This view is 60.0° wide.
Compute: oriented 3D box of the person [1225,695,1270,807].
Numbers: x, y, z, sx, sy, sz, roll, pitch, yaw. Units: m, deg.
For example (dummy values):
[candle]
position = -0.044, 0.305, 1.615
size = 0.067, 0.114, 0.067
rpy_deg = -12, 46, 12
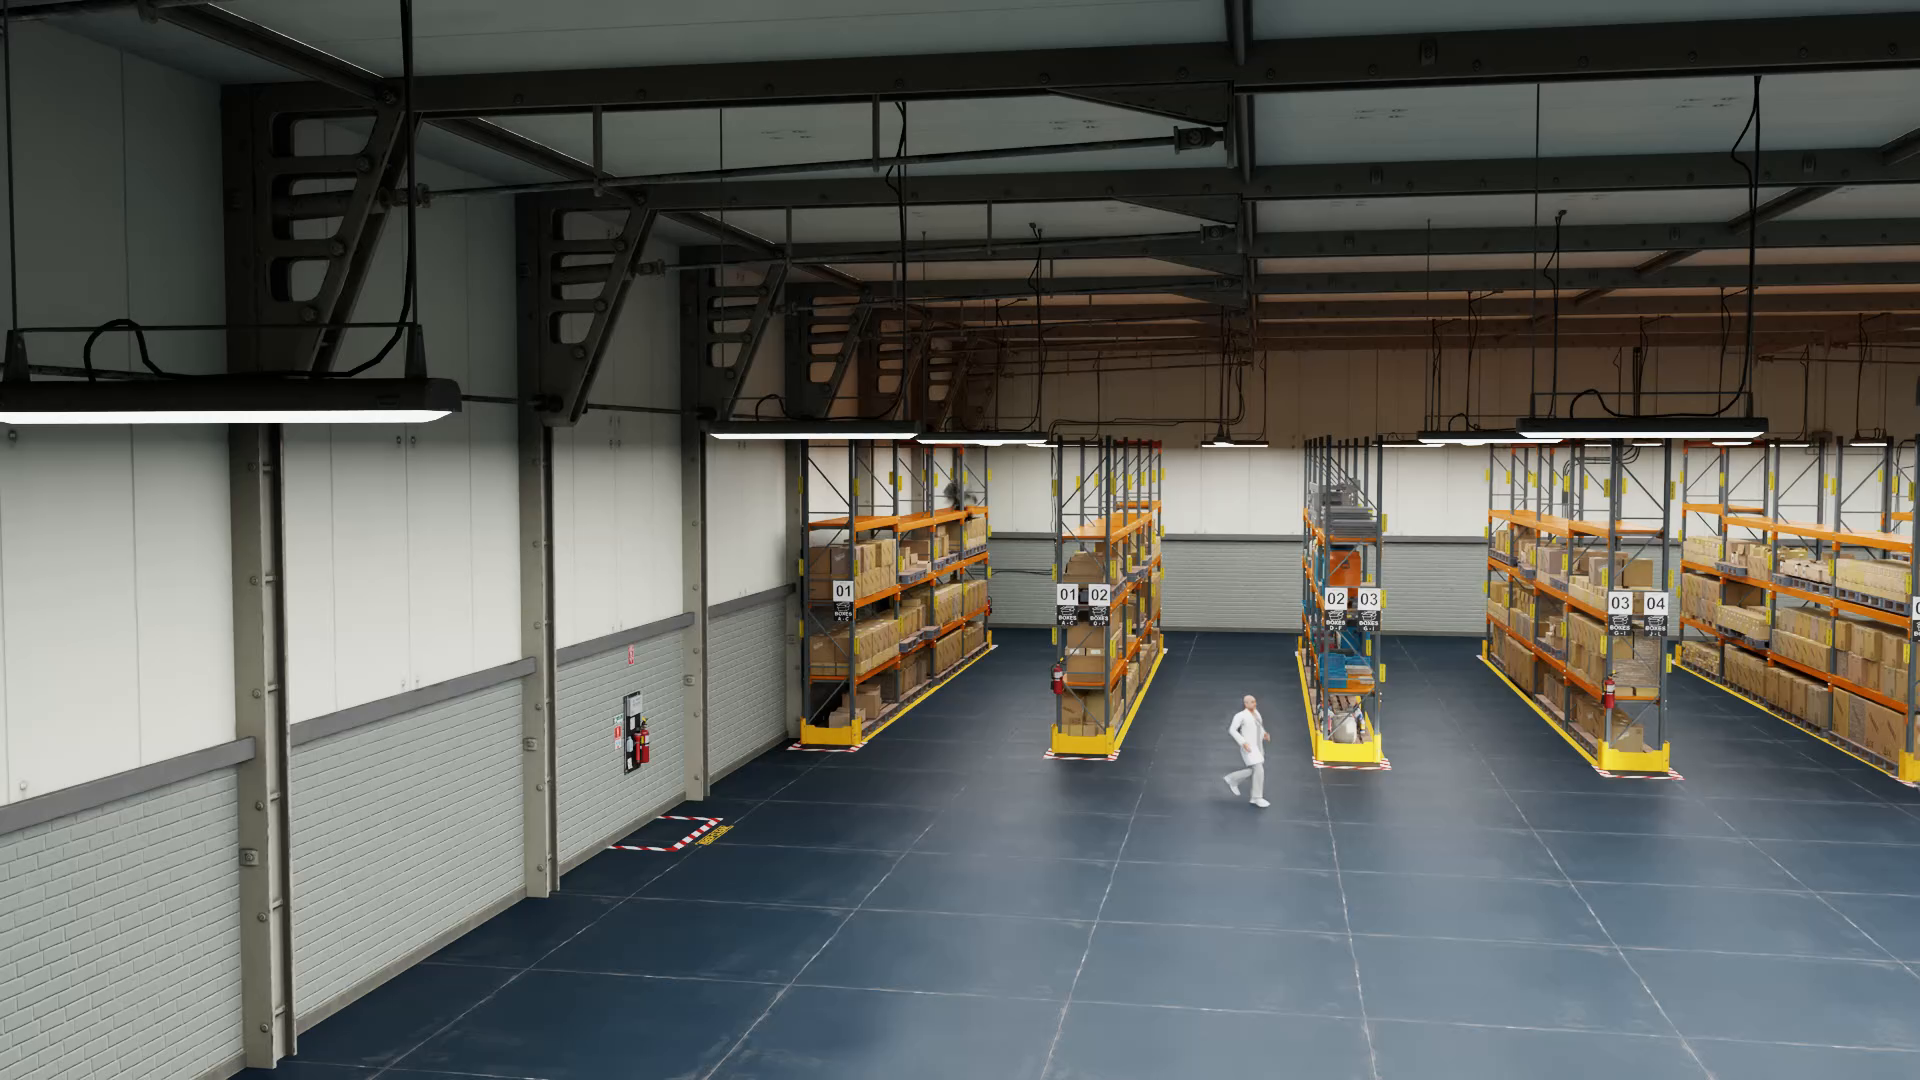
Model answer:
[person]
position = 4.672, 3.393, 26.953
size = 0.843, 1.773, 0.704
rpy_deg = 3, 4, 41
